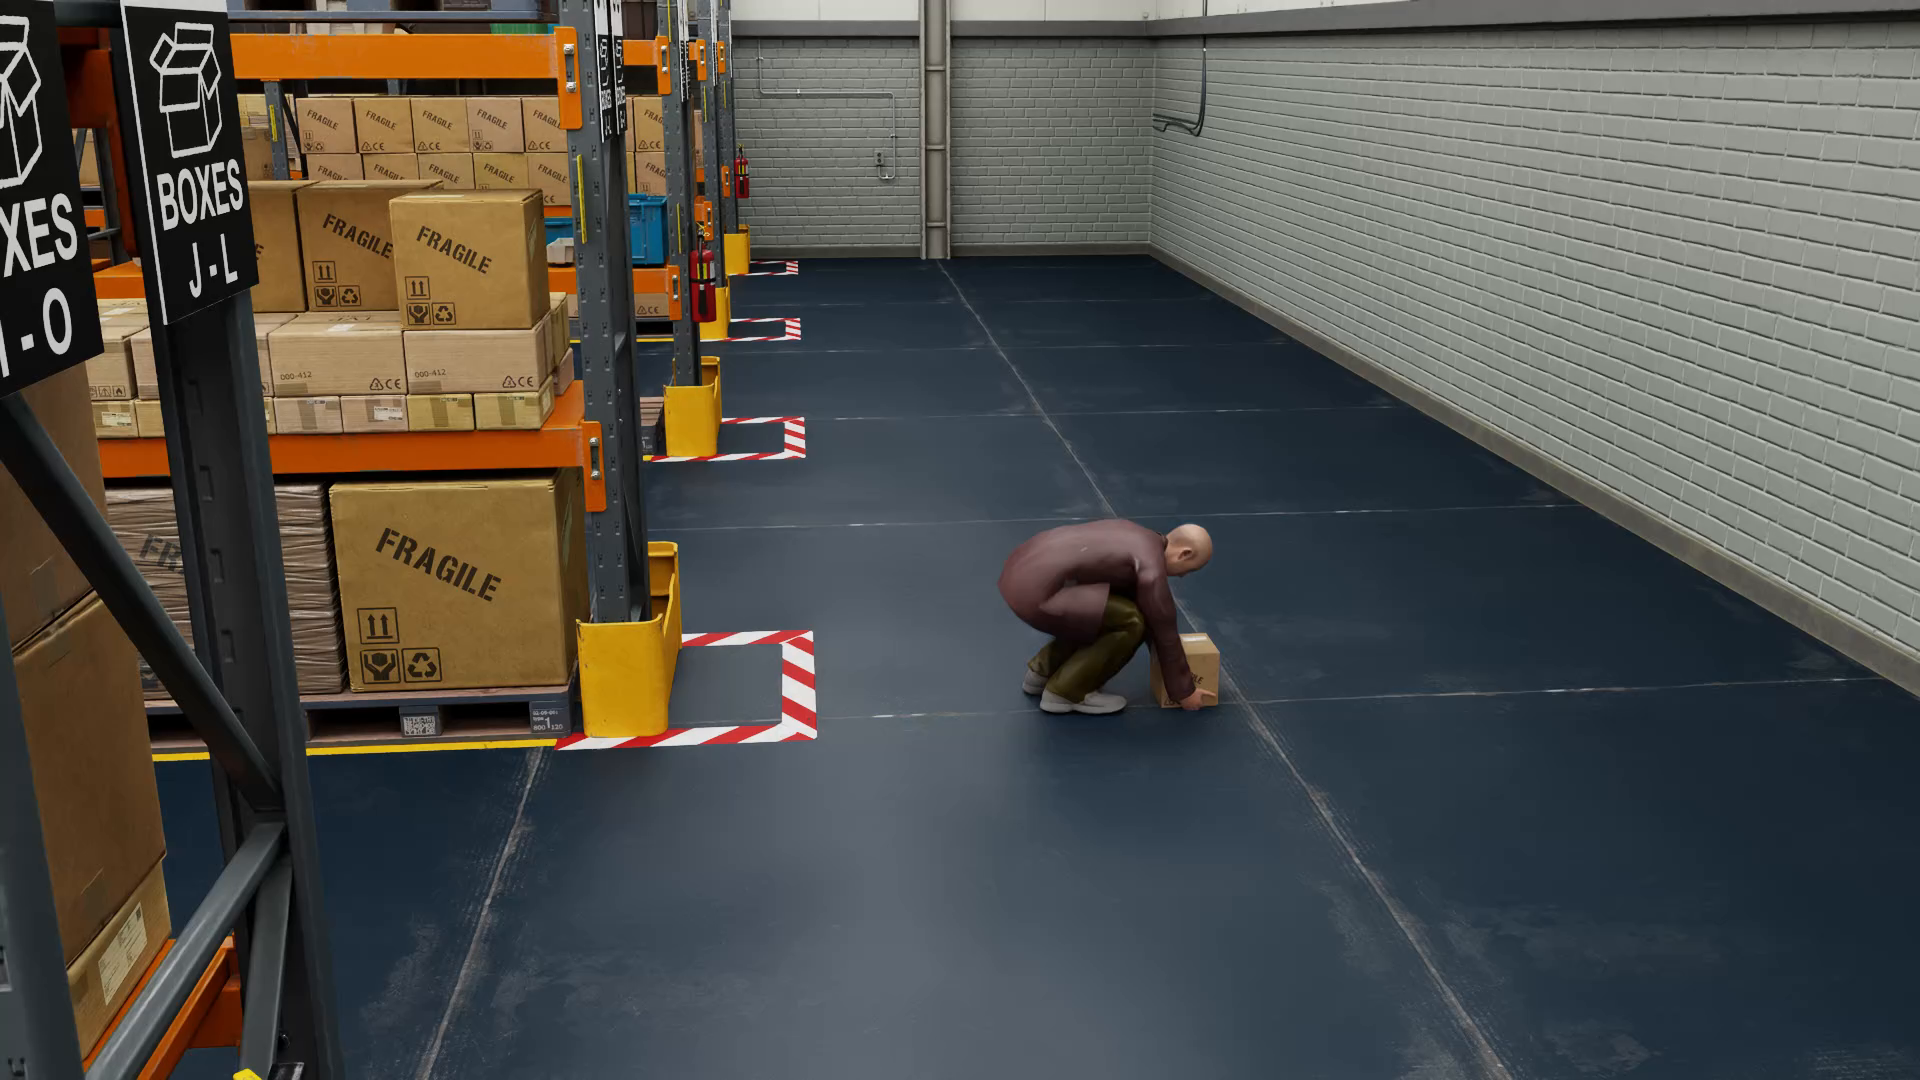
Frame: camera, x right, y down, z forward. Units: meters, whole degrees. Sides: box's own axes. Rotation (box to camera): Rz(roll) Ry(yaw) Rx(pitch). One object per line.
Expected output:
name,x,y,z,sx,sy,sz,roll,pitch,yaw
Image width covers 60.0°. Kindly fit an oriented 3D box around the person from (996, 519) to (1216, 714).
person,0.631,0.332,7.210,0.949,0.814,0.575,-2,17,-7
